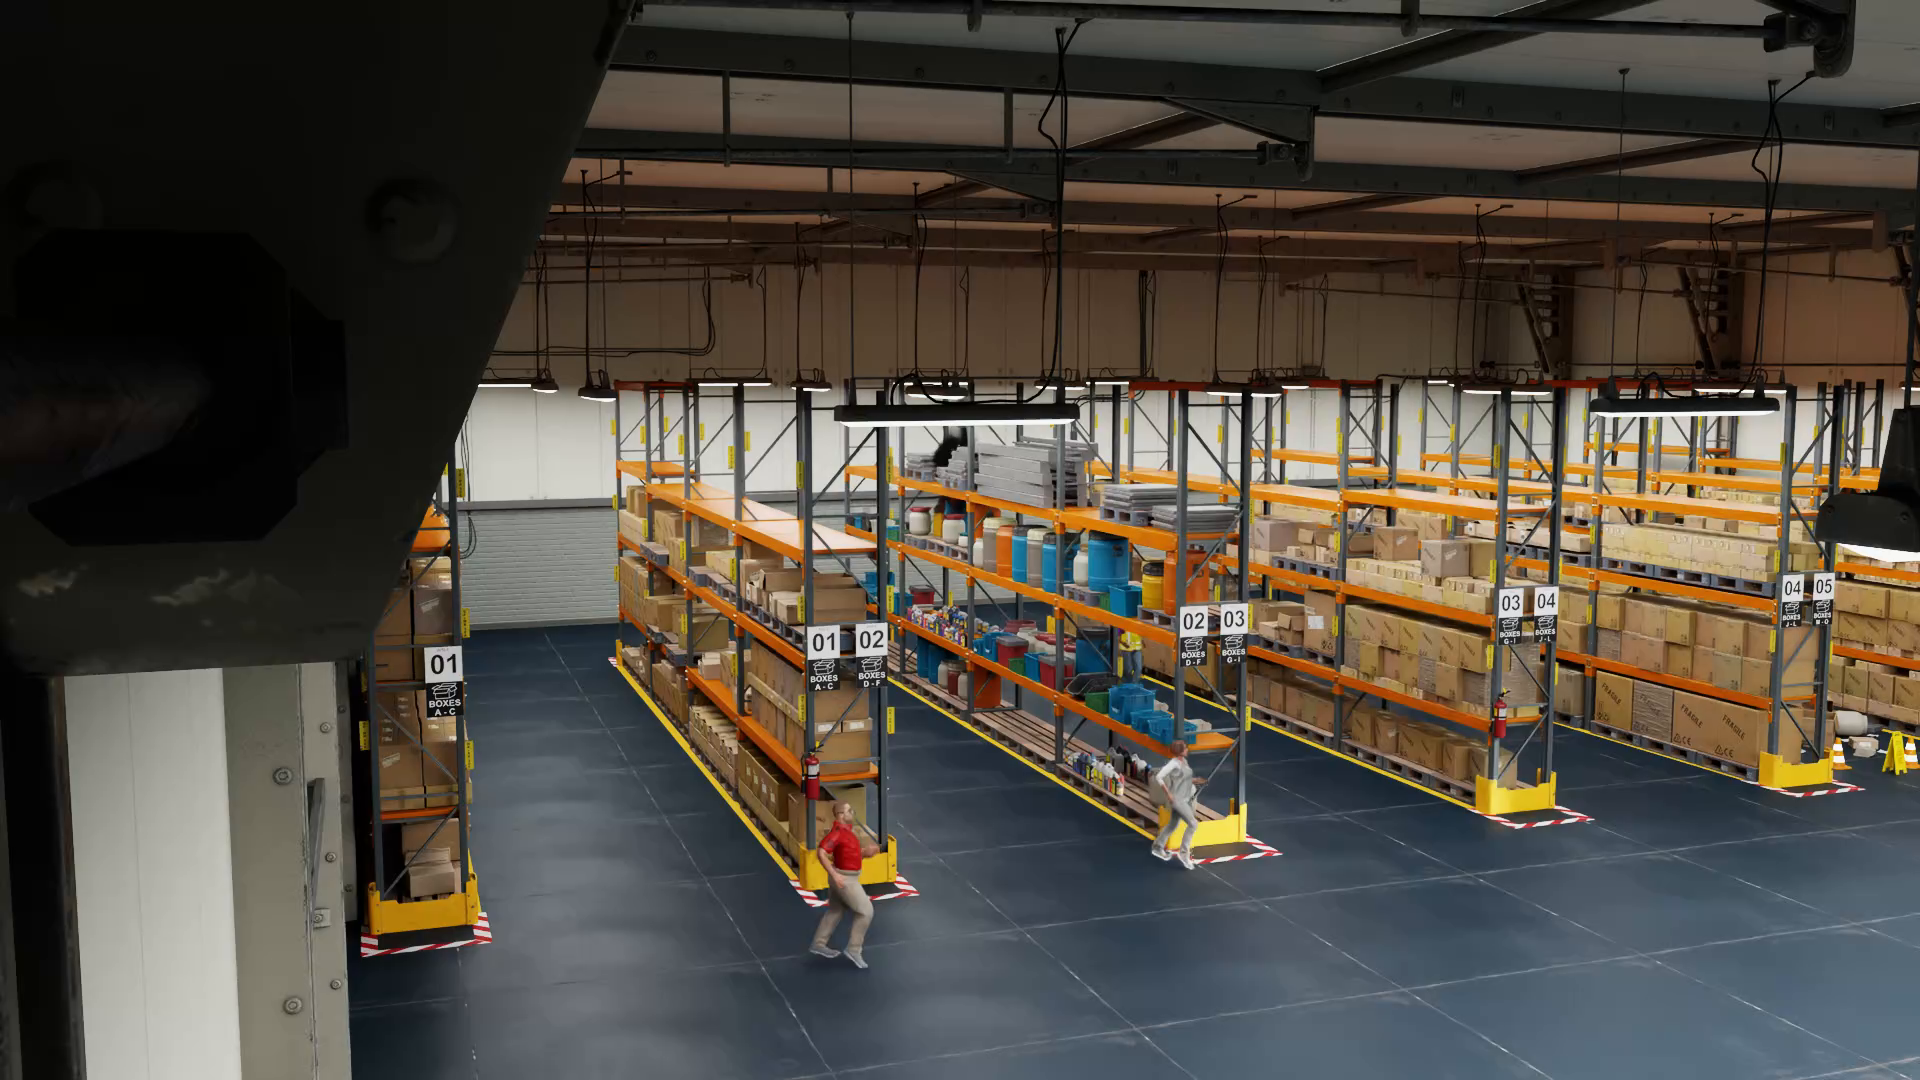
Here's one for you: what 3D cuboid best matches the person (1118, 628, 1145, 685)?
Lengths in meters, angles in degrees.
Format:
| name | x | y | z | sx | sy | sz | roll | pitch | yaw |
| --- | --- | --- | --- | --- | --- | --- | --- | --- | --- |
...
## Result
| name | x | y | z | sx | sy | sz | roll | pitch | yaw |
| --- | --- | --- | --- | --- | --- | --- | --- | --- | --- |
| person | 3.258 | 2.113 | 31.918 | 0.709 | 1.765 | 0.824 | -3 | 7 | -26 |

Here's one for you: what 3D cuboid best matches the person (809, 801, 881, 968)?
| name | x | y | z | sx | sy | sz | roll | pitch | yaw |
| --- | --- | --- | --- | --- | --- | --- | --- | --- | --- |
| person | -1.217 | 3.638 | 17.538 | 0.767 | 1.795 | 0.633 | -1 | 6 | -8 |

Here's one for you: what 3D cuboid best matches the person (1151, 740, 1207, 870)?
| name | x | y | z | sx | sy | sz | roll | pitch | yaw |
| --- | --- | --- | --- | --- | --- | --- | --- | --- | --- |
| person | 2.752 | 3.324 | 20.946 | 0.708 | 1.642 | 0.504 | 2 | 6 | 17 |
